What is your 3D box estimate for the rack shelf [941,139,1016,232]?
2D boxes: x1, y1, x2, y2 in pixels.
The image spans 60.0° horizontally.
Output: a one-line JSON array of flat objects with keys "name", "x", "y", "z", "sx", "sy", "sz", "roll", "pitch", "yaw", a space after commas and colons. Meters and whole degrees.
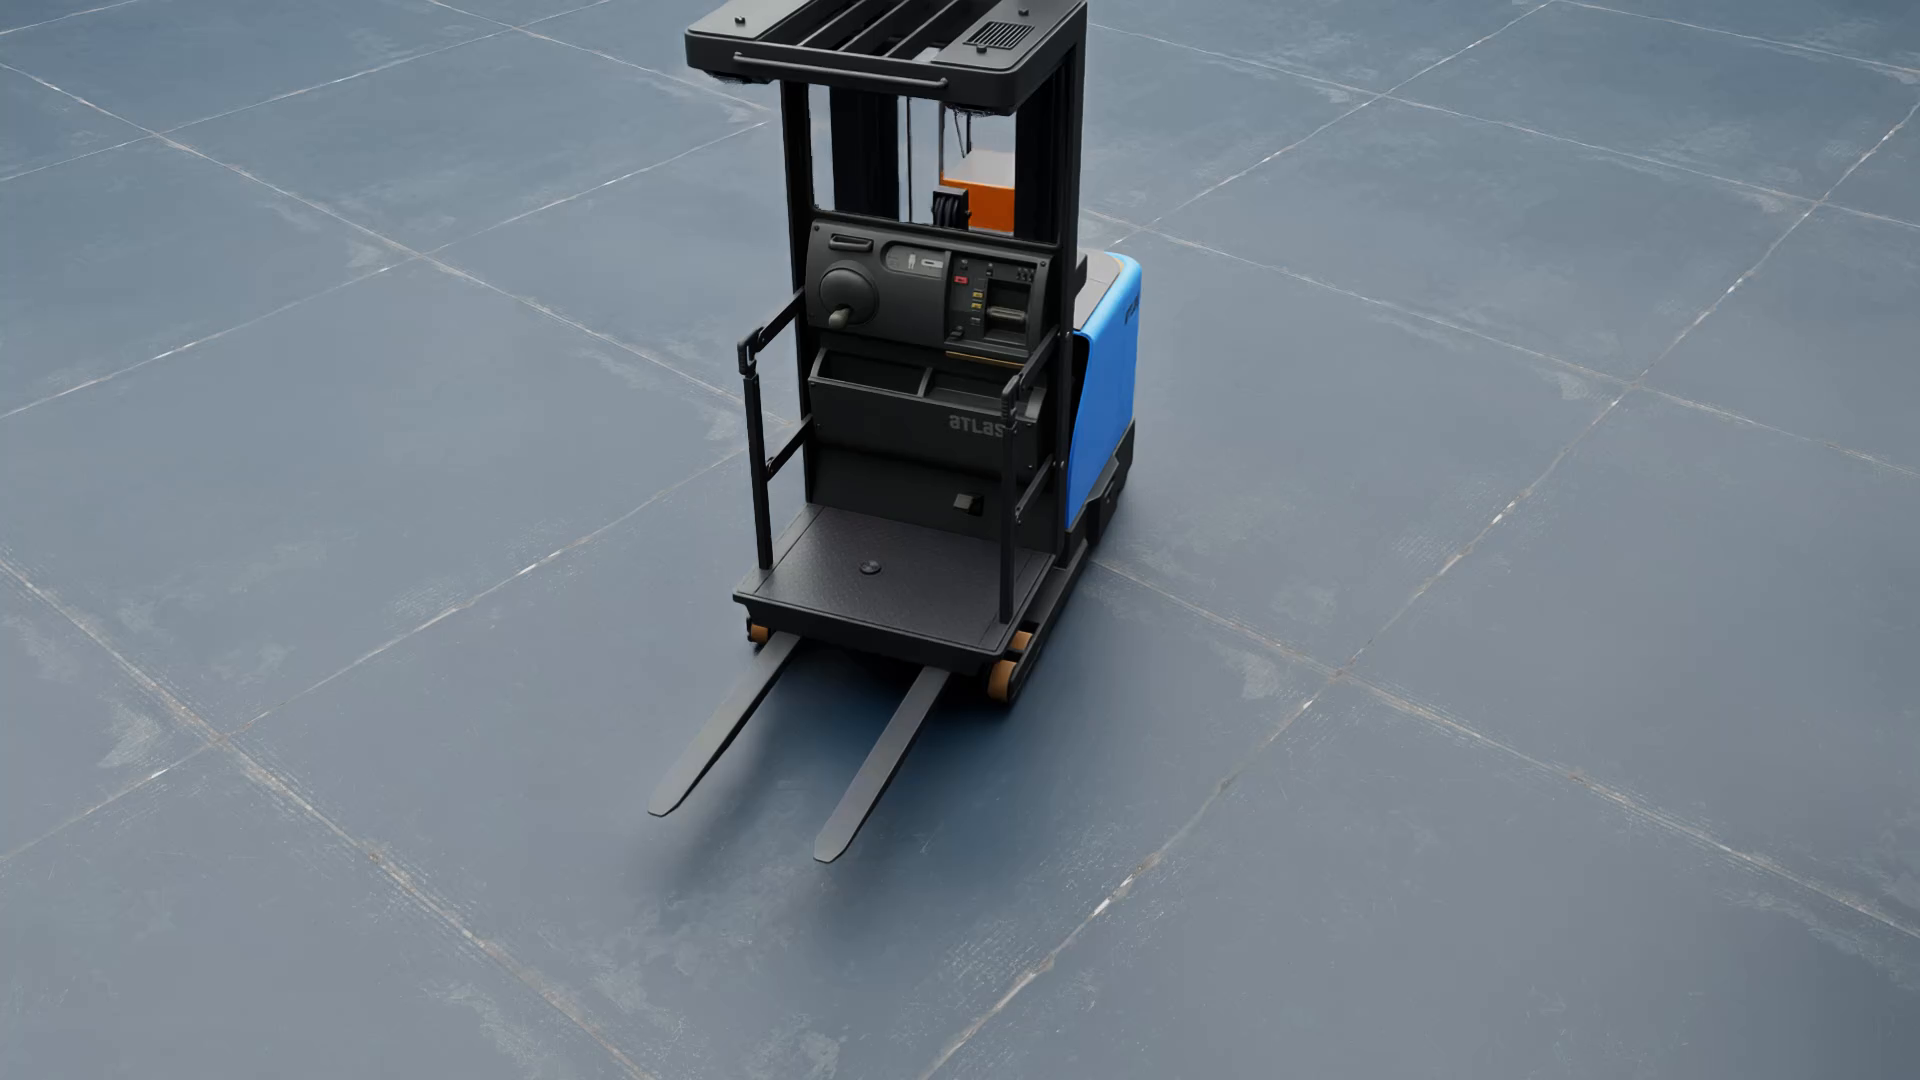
[{"name": "rack shelf", "x": 0.212, "y": -1.474, "z": 7.565, "sx": 0.480, "sy": 0.518, "sz": 0.431, "roll": 11, "pitch": 36, "yaw": 16}]

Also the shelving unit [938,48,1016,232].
[{"name": "shelving unit", "x": 0.212, "y": -1.485, "z": 7.558, "sx": 0.503, "sy": 2.100, "sz": 0.431, "roll": 11, "pitch": 36, "yaw": 16}]

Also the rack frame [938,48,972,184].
[{"name": "rack frame", "x": -0.018, "y": -1.531, "z": 7.625, "sx": 0.015, "sy": 2.100, "sz": 0.400, "roll": 11, "pitch": 36, "yaw": 16}]

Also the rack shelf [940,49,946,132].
[{"name": "rack shelf", "x": 0.212, "y": -2.051, "z": 7.169, "sx": 0.480, "sy": 0.518, "sz": 0.431, "roll": 11, "pitch": 36, "yaw": 16}]

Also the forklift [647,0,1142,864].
[{"name": "forklift", "x": -0.199, "y": -0.854, "z": 5.905, "sx": 1.130, "sy": 2.935, "sz": 3.031, "roll": 12, "pitch": 36, "yaw": 17}]
